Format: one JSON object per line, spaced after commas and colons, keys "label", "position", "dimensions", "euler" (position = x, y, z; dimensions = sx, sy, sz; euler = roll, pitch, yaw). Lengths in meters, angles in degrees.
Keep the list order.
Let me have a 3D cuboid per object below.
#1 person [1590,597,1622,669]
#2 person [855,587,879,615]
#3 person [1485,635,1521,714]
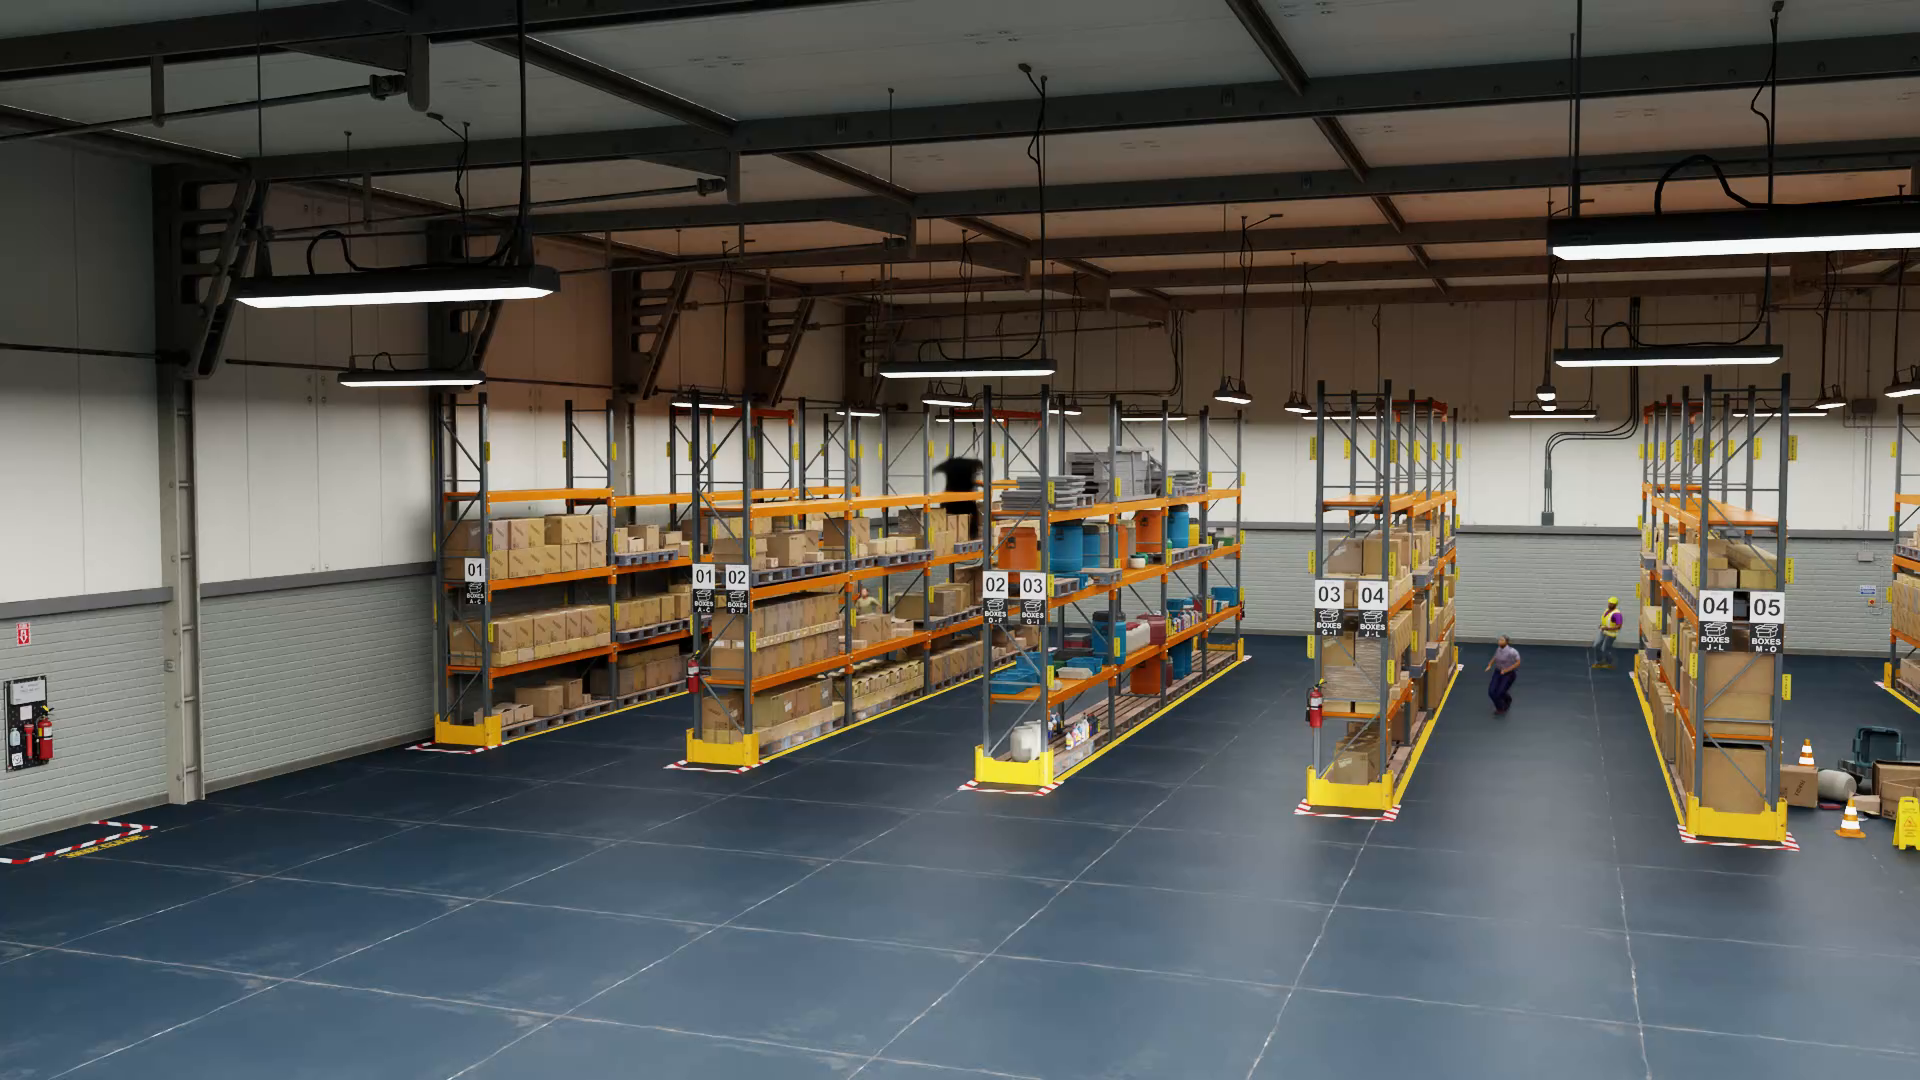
{"label": "person", "position": [14.791, 2.148, 37.924], "dimensions": [0.565, 1.731, 0.848], "euler": [-1, 3, -14]}
{"label": "person", "position": [-2.312, 1.997, 40.835], "dimensions": [0.532, 1.692, 0.780], "euler": [1, 3, 22]}
{"label": "person", "position": [10.327, 2.569, 31.573], "dimensions": [0.486, 1.557, 0.674], "euler": [-2, 4, -39]}
